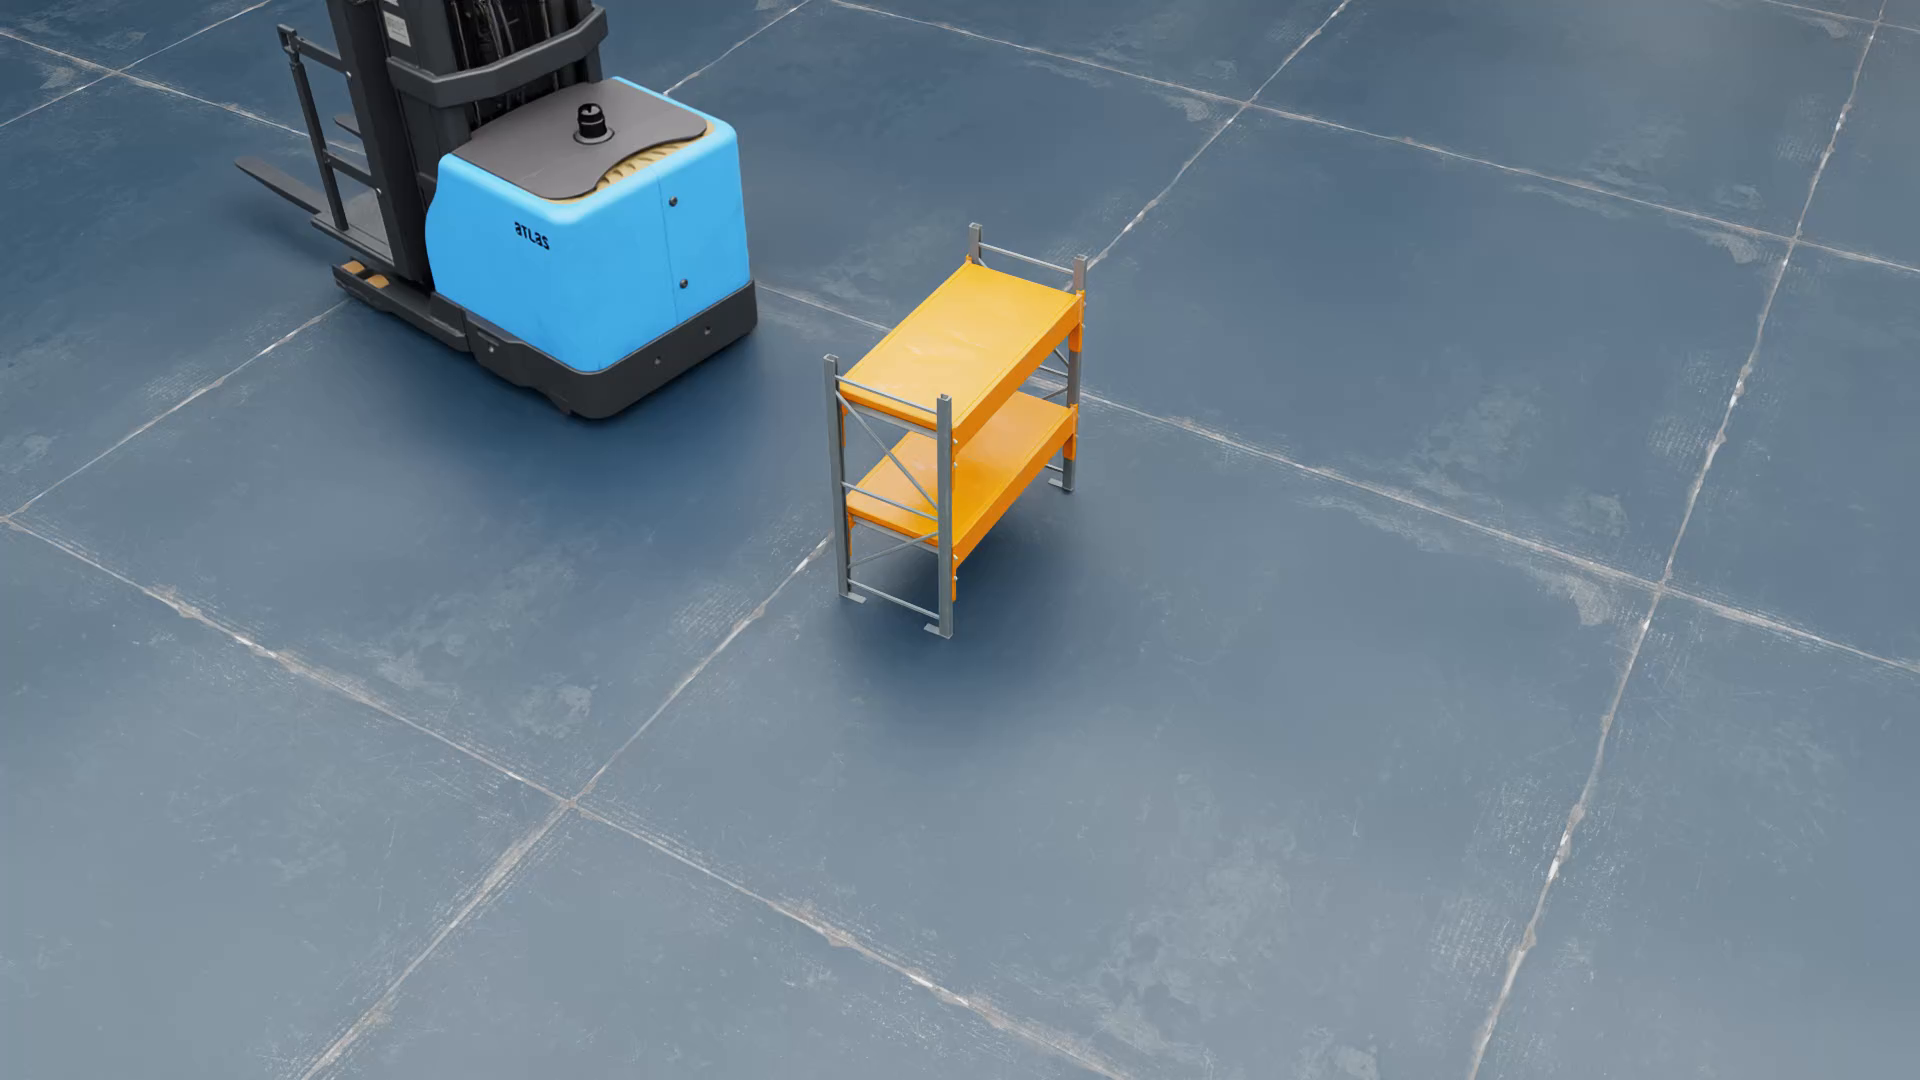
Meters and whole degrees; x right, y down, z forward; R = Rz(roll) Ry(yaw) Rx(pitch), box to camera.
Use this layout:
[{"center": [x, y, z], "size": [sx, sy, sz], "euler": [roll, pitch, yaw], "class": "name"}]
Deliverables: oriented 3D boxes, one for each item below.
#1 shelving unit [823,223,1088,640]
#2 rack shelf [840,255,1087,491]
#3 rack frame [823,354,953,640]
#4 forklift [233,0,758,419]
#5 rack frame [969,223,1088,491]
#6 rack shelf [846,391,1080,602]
[{"center": [0.003, -0.426, 6.383], "size": [0.538, 1.125, 1.048], "euler": [21, 45, 22], "class": "shelving unit"}, {"center": [0.003, -0.646, 6.189], "size": [0.538, 0.278, 1.000], "euler": [21, 45, 22], "class": "rack shelf"}, {"center": [-0.251, -0.135, 6.052], "size": [0.500, 1.125, 0.032], "euler": [21, 45, 22], "class": "rack frame"}, {"center": [-2.407, -2.448, 7.312], "size": [3.031, 2.935, 1.130], "euler": [29, 49, 28], "class": "forklift"}, {"center": [0.258, -0.717, 6.713], "size": [0.500, 1.125, 0.032], "euler": [21, 45, 22], "class": "rack frame"}, {"center": [0.003, -0.243, 6.544], "size": [0.538, 0.278, 1.000], "euler": [21, 45, 22], "class": "rack shelf"}]
